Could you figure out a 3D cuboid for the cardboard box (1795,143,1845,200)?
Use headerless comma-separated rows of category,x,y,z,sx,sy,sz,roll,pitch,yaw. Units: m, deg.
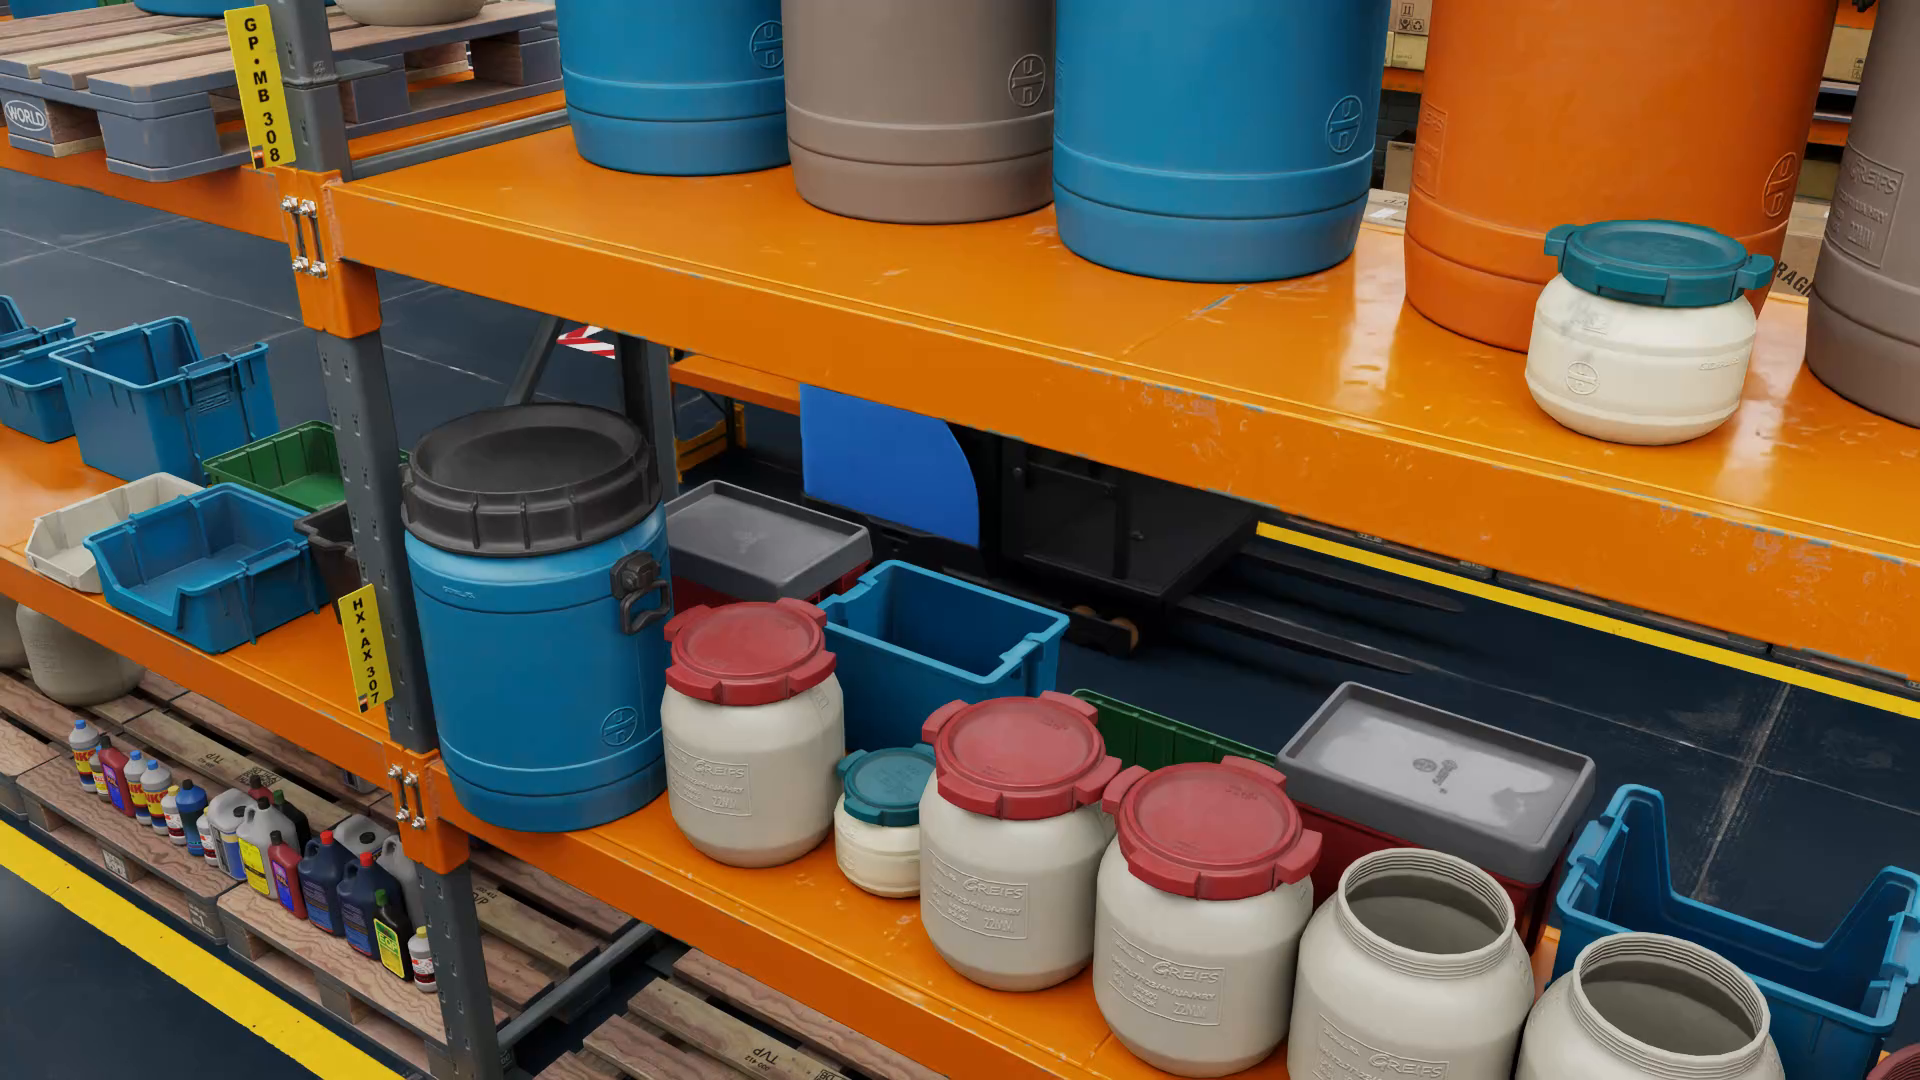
cardboard box,5.876,-2.503,11.305,0.500,0.250,0.500,16,31,29

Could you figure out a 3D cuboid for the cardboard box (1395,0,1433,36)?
cardboard box,3.484,-3.922,11.965,0.500,0.500,0.500,17,32,30

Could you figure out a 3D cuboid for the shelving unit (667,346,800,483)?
shelving unit,-0.966,-0.960,8.482,1.083,1.500,0.587,17,31,30

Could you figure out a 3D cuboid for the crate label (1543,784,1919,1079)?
crate label,1.486,0.846,3.242,0.616,0.435,0.502,17,32,30

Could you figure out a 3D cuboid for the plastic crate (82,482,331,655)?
plastic crate,-2.211,0.074,4.961,0.616,0.251,0.499,17,32,30

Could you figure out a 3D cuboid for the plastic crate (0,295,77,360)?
plastic crate,-3.860,-0.754,6.588,0.616,0.251,0.499,17,32,30

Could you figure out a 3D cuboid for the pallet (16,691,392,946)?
pallet,-2.685,0.932,6.186,1.213,0.211,1.003,17,32,30

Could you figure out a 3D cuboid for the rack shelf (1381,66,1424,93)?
rack shelf,2.815,-3.706,13.019,4.000,0.370,1.077,17,32,30

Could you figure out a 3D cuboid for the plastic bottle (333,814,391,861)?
plastic bottle,-1.934,1.039,5.418,0.135,0.276,0.152,17,32,30

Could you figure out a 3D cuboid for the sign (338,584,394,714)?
sign,-1.466,0.270,4.107,0.005,0.325,0.100,17,32,30

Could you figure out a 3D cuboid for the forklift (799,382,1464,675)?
forklift,0.739,-1.075,7.131,3.031,2.935,1.130,17,31,30

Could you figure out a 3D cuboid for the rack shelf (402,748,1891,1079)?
rack shelf,0.503,1.025,3.723,4.000,0.370,1.077,17,32,30

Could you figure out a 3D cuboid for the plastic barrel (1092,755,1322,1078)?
plastic barrel,0.481,0.757,3.305,0.433,0.535,0.433,0,27,0

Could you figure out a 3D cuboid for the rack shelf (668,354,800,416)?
rack shelf,-0.973,-0.802,8.568,1.000,0.185,0.538,17,31,30

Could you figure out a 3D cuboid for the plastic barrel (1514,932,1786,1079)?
plastic barrel,1.183,0.983,2.887,0.421,0.512,0.421,0,27,0

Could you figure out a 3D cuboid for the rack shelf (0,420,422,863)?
rack shelf,-2.794,-0.003,5.741,4.000,0.370,1.077,17,32,30

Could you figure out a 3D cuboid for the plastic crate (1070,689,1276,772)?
plastic crate,0.450,0.627,3.945,0.662,0.188,0.450,17,32,30

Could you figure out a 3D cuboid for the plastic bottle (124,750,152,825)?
plastic bottle,-2.842,0.853,5.789,0.097,0.271,0.097,0,27,0

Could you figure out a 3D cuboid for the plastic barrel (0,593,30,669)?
plastic barrel,-3.857,0.225,6.780,0.421,0.512,0.421,0,27,0

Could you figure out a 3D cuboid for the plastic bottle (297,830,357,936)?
plastic bottle,-1.997,1.068,5.280,0.185,0.351,0.144,16,31,28

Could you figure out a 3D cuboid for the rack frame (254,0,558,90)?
rack frame,-1.145,-2.483,3.208,0.127,3.000,1.000,17,32,30

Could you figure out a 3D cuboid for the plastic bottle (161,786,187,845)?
plastic bottle,-2.678,0.936,5.705,0.097,0.201,0.097,0,27,0

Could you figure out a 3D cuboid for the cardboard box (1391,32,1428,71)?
cardboard box,3.496,-3.595,12.150,0.500,0.250,0.500,17,32,31

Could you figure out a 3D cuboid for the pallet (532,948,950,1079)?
pallet,-0.476,1.620,4.833,1.213,0.211,1.003,17,32,30

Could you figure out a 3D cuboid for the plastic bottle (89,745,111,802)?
plastic bottle,-3.039,0.823,5.926,0.097,0.201,0.097,0,27,0

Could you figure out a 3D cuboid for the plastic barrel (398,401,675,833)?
plastic barrel,-0.998,0.179,4.037,0.708,0.901,0.600,17,32,30

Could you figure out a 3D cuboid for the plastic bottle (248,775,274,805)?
plastic bottle,-2.336,0.932,5.621,0.133,0.283,0.061,17,32,30

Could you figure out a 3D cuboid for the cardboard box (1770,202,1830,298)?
cardboard box,3.567,-1.103,6.999,0.500,0.500,0.500,15,31,28

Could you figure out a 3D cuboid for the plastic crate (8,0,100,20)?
plastic crate,-2.700,-1.789,5.169,0.575,0.384,0.392,17,32,30

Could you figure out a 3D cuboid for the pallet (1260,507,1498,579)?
pallet,2.292,-0.243,8.495,1.213,0.211,1.003,17,32,30

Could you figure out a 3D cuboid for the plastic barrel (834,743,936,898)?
plastic barrel,-0.141,0.649,3.819,0.301,0.262,0.301,0,27,0

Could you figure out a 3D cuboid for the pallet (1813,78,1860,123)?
pallet,6.106,-2.894,10.841,1.213,0.211,1.003,17,32,30

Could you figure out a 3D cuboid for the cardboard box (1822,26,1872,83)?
cardboard box,5.881,-3.307,10.846,0.500,0.500,0.700,23,35,37

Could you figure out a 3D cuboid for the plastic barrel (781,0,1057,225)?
plastic barrel,-0.064,-1.152,3.347,0.600,0.901,0.600,0,27,0

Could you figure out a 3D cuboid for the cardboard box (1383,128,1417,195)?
cardboard box,3.586,-2.847,12.808,0.500,0.500,0.500,15,30,27

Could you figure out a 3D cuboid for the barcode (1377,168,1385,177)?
barcode,3.343,-2.926,13.228,0.075,0.075,0.001,17,32,30

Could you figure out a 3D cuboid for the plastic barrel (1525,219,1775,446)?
plastic barrel,0.971,-0.297,2.372,0.301,0.262,0.301,0,27,0

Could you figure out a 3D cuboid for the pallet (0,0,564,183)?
pallet,-1.795,-1.211,4.223,1.003,0.211,1.213,17,32,30

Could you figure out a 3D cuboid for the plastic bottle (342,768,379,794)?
plastic bottle,-2.145,0.750,5.987,0.135,0.276,0.152,17,32,30

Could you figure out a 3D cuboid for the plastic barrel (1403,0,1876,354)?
plastic barrel,1.059,-0.771,2.676,0.708,0.830,0.600,17,32,30

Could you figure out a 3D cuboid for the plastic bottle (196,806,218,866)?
plastic bottle,-2.508,0.988,5.601,0.097,0.201,0.097,0,27,0

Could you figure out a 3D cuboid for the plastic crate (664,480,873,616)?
plastic crate,-0.573,0.172,4.535,0.583,0.464,0.402,17,32,30

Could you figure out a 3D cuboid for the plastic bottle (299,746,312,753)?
plastic bottle,-2.429,0.684,6.199,0.097,0.201,0.097,0,27,0

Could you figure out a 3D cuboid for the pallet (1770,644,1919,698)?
pallet,4.303,0.383,7.264,1.213,0.211,1.003,17,32,30

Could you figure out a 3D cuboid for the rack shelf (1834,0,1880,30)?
rack shelf,3.311,-2.163,6.679,4.000,0.370,1.077,17,32,30

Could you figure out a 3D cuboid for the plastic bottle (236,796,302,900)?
plastic bottle,-2.264,0.985,5.443,0.185,0.351,0.144,17,32,30

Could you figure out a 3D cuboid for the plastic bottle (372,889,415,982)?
plastic bottle,-1.729,1.205,5.085,0.133,0.283,0.061,19,33,33

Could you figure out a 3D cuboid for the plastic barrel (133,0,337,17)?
plastic barrel,-1.905,-1.853,4.260,0.708,0.901,0.600,17,32,30

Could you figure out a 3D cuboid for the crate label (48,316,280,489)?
crate label,-2.772,-0.481,5.849,0.616,0.435,0.502,17,32,30
